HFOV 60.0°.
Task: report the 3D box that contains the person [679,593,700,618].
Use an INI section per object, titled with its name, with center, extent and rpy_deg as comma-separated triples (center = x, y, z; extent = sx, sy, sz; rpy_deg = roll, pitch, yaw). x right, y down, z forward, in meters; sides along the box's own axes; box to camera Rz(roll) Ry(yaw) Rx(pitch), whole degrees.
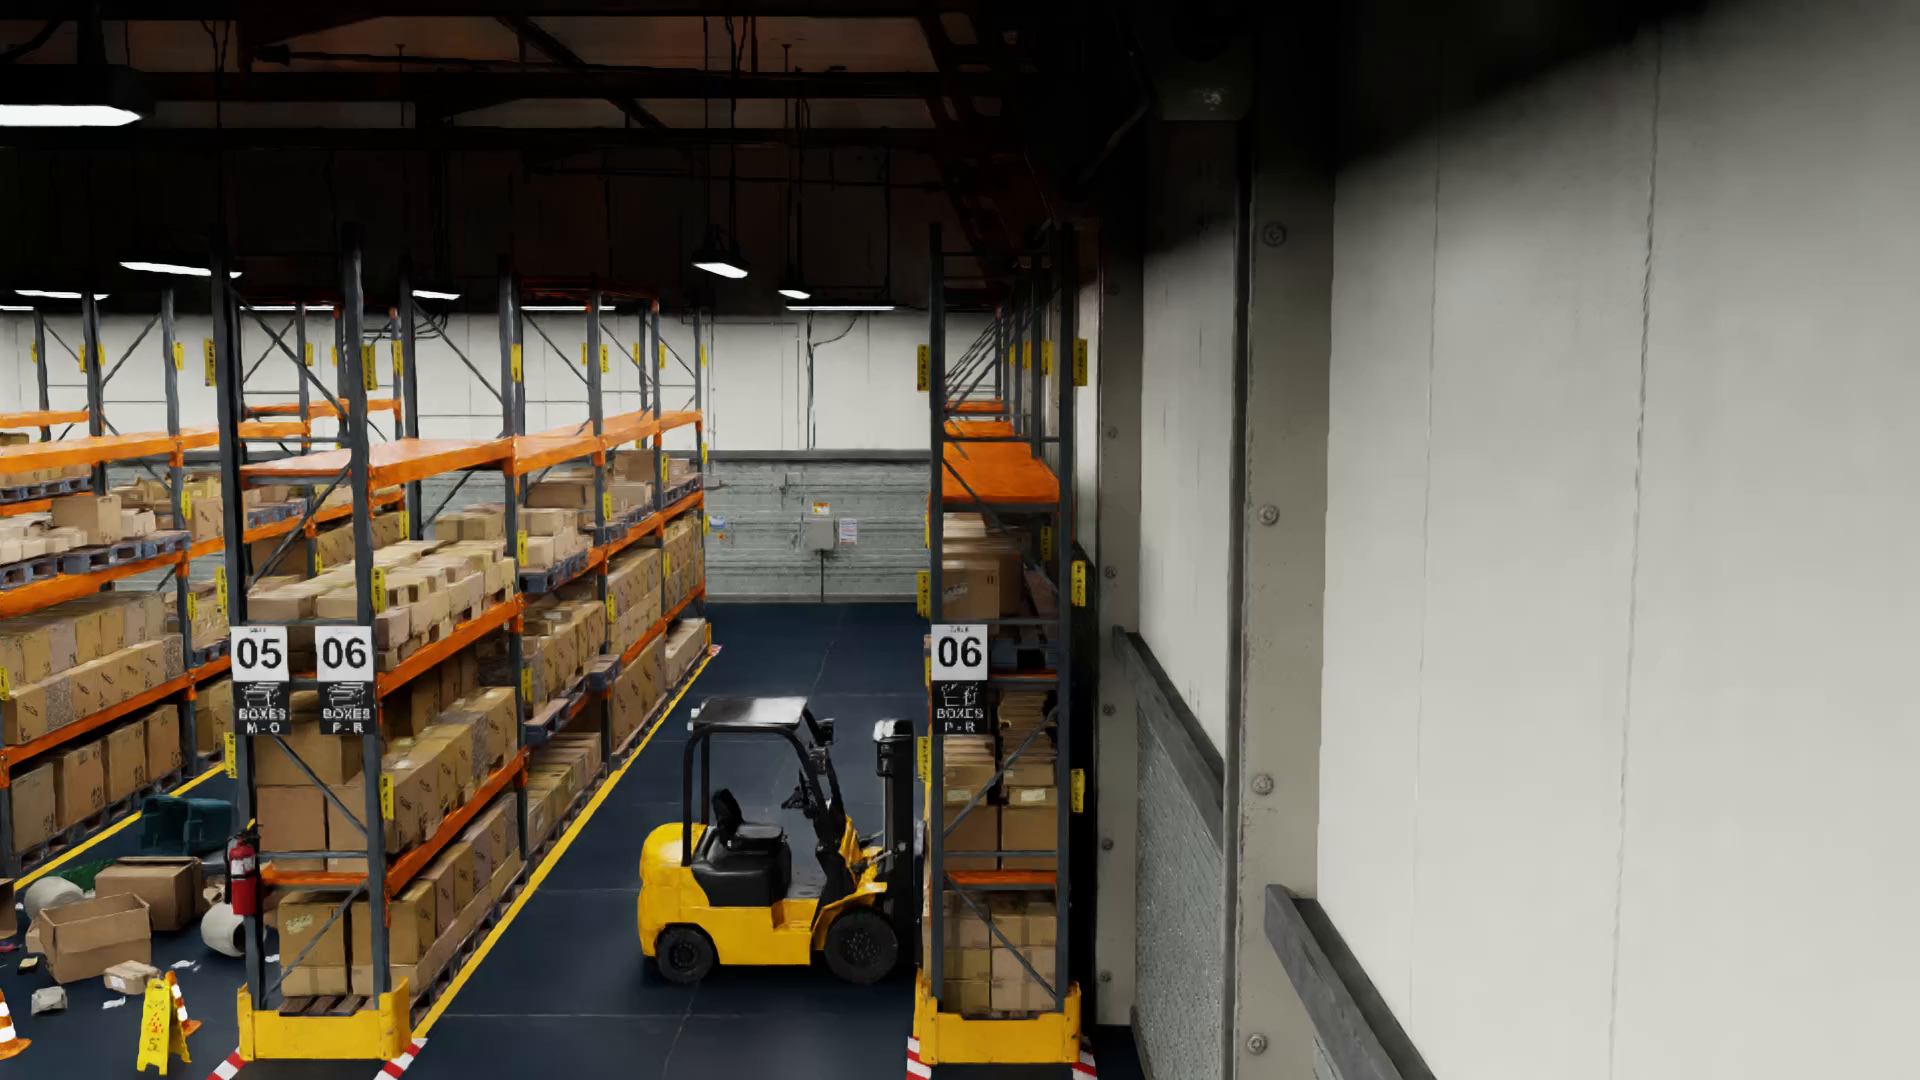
[person]
center = -4.942, 0.803, 30.472
extent = 0.572, 1.645, 0.499
rpy_deg = -6, 9, -43
